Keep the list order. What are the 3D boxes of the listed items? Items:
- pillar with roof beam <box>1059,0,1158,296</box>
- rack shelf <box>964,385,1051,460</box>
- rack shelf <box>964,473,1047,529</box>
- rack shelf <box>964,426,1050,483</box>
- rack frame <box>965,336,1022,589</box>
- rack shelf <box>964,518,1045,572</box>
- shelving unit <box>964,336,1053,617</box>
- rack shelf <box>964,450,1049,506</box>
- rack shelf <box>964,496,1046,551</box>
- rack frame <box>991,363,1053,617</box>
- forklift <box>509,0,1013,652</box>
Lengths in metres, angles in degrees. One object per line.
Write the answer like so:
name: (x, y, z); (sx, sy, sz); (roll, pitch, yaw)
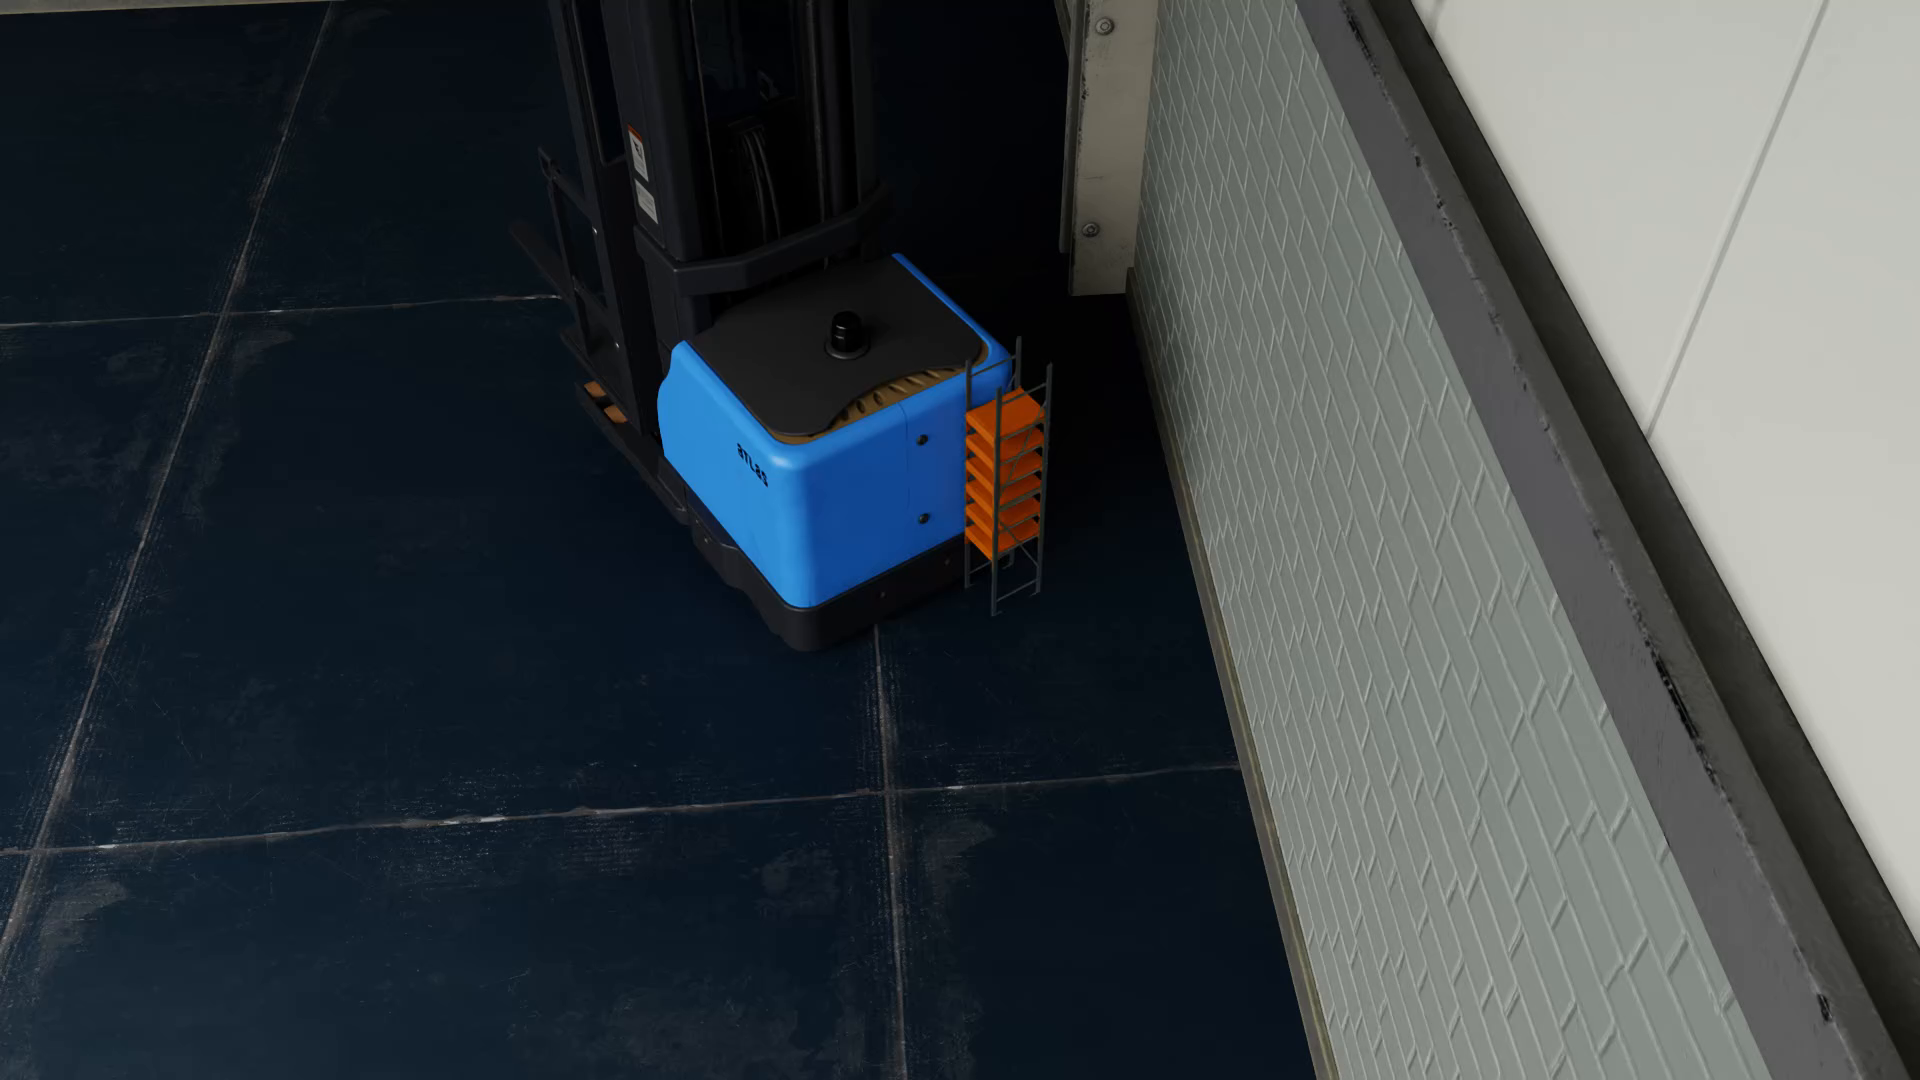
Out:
pillar with roof beam: (-3.627, -4.161, 4.629); (9.100, 9.000, 0.400); (-3, 47, -3)
rack shelf: (0.173, -0.428, 6.031); (0.258, 0.103, 0.180); (-27, 52, -23)
rack shelf: (0.173, -0.180, 6.292); (0.258, 0.103, 0.180); (-27, 52, -23)
rack shelf: (0.173, -0.345, 6.118); (0.258, 0.103, 0.180); (-27, 52, -23)
rack frame: (0.120, -0.266, 6.312); (0.240, 1.200, 0.006); (-27, 52, -23)
rack shelf: (0.173, -0.015, 6.466); (0.258, 0.103, 0.180); (-27, 52, -23)
shelving unit: (0.173, -0.211, 6.260); (0.258, 1.200, 0.189); (-27, 52, -23)
rack shelf: (0.173, -0.263, 6.205); (0.258, 0.103, 0.180); (-27, 52, -23)
rack shelf: (0.173, -0.098, 6.379); (0.258, 0.103, 0.180); (-27, 52, -23)
rack frame: (0.225, -0.156, 6.208); (0.240, 1.200, 0.006); (-27, 52, -23)
forklift: (-1.043, -1.619, 6.401); (1.130, 2.935, 3.031); (-27, 52, -23)
